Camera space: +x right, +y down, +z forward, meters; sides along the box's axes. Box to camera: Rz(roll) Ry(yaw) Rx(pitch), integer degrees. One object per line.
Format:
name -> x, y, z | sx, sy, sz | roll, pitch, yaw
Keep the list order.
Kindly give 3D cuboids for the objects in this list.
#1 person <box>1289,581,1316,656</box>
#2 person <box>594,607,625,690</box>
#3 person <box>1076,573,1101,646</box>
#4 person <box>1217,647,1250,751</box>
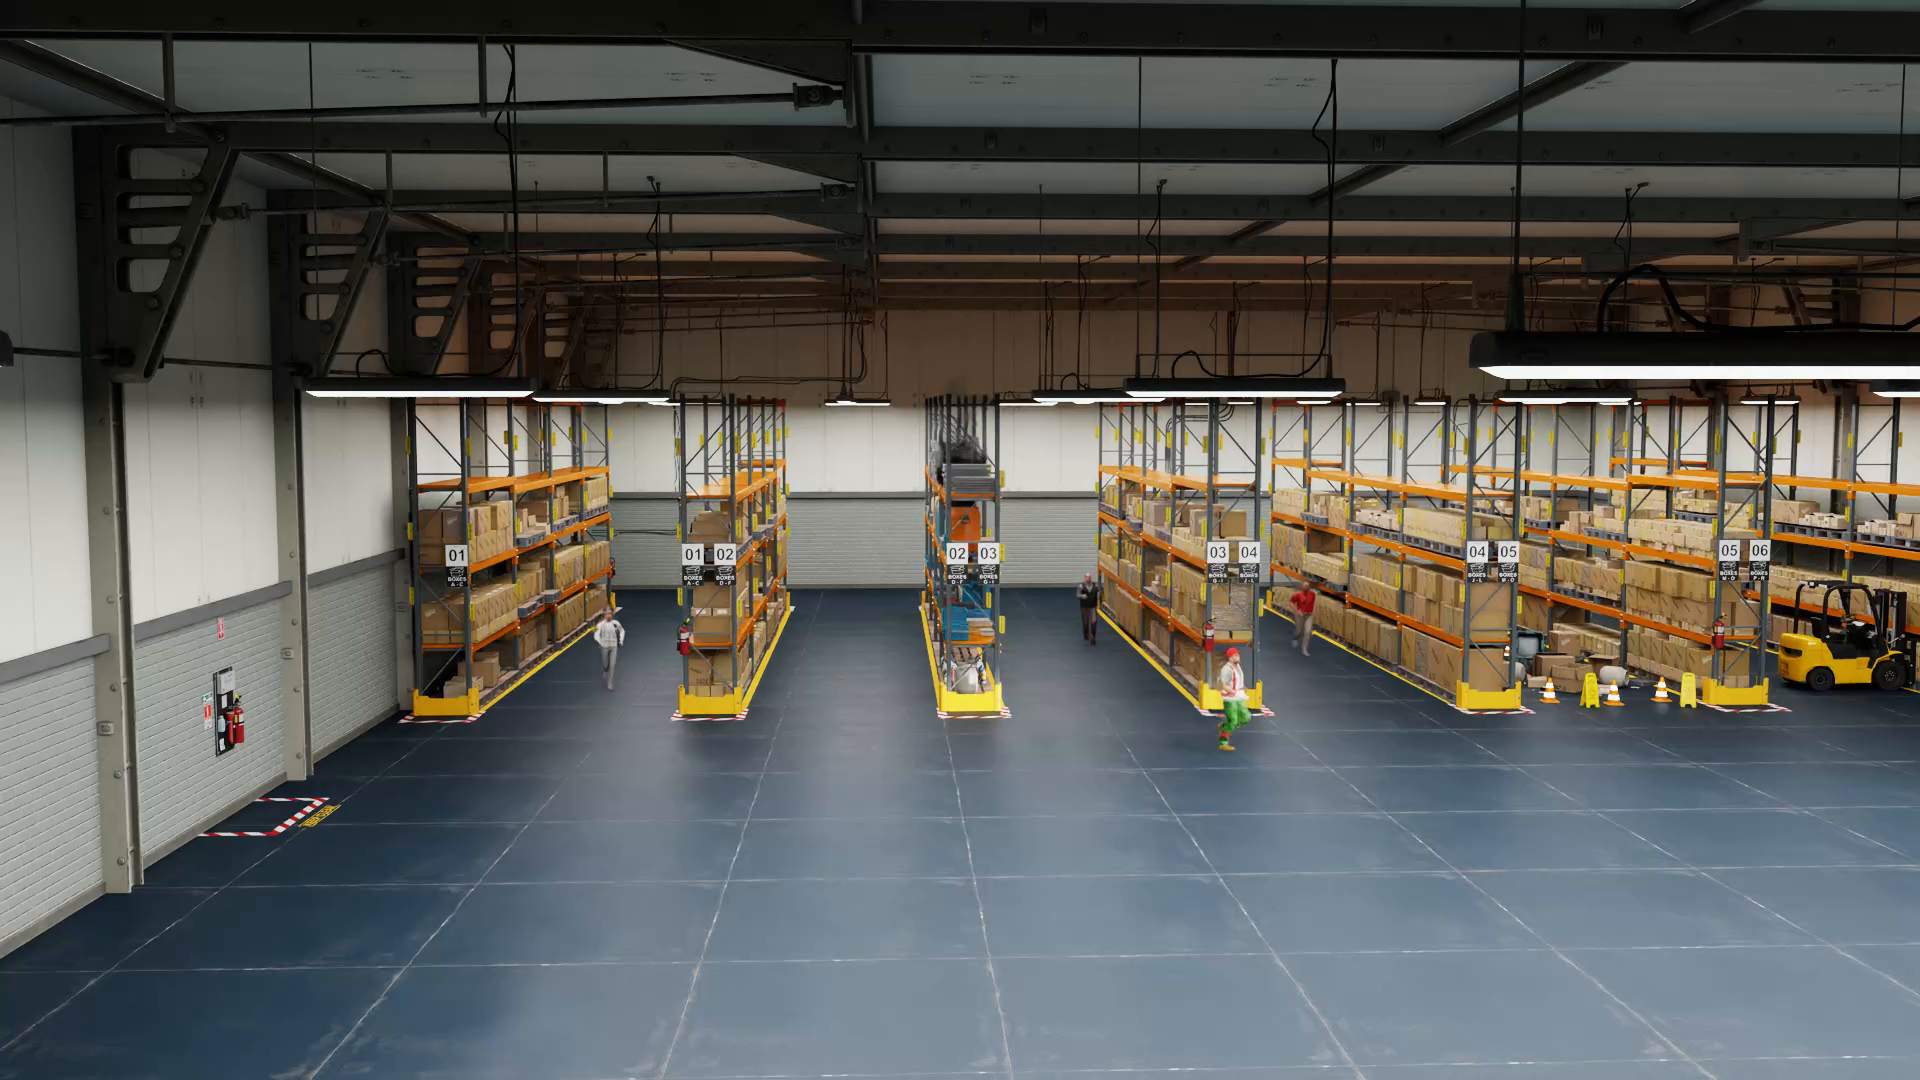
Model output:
person -> 8.027, 1.815, 38.882 | 0.687, 1.722, 0.914 | -1, 5, -9
person -> -7.182, 2.200, 34.137 | 0.632, 1.661, 0.861 | -1, 5, -13
person -> 3.121, 1.684, 40.385 | 0.638, 1.784, 0.777 | 0, 5, 0
person -> 4.594, 2.658, 27.791 | 0.656, 1.742, 0.699 | 3, 6, 37
